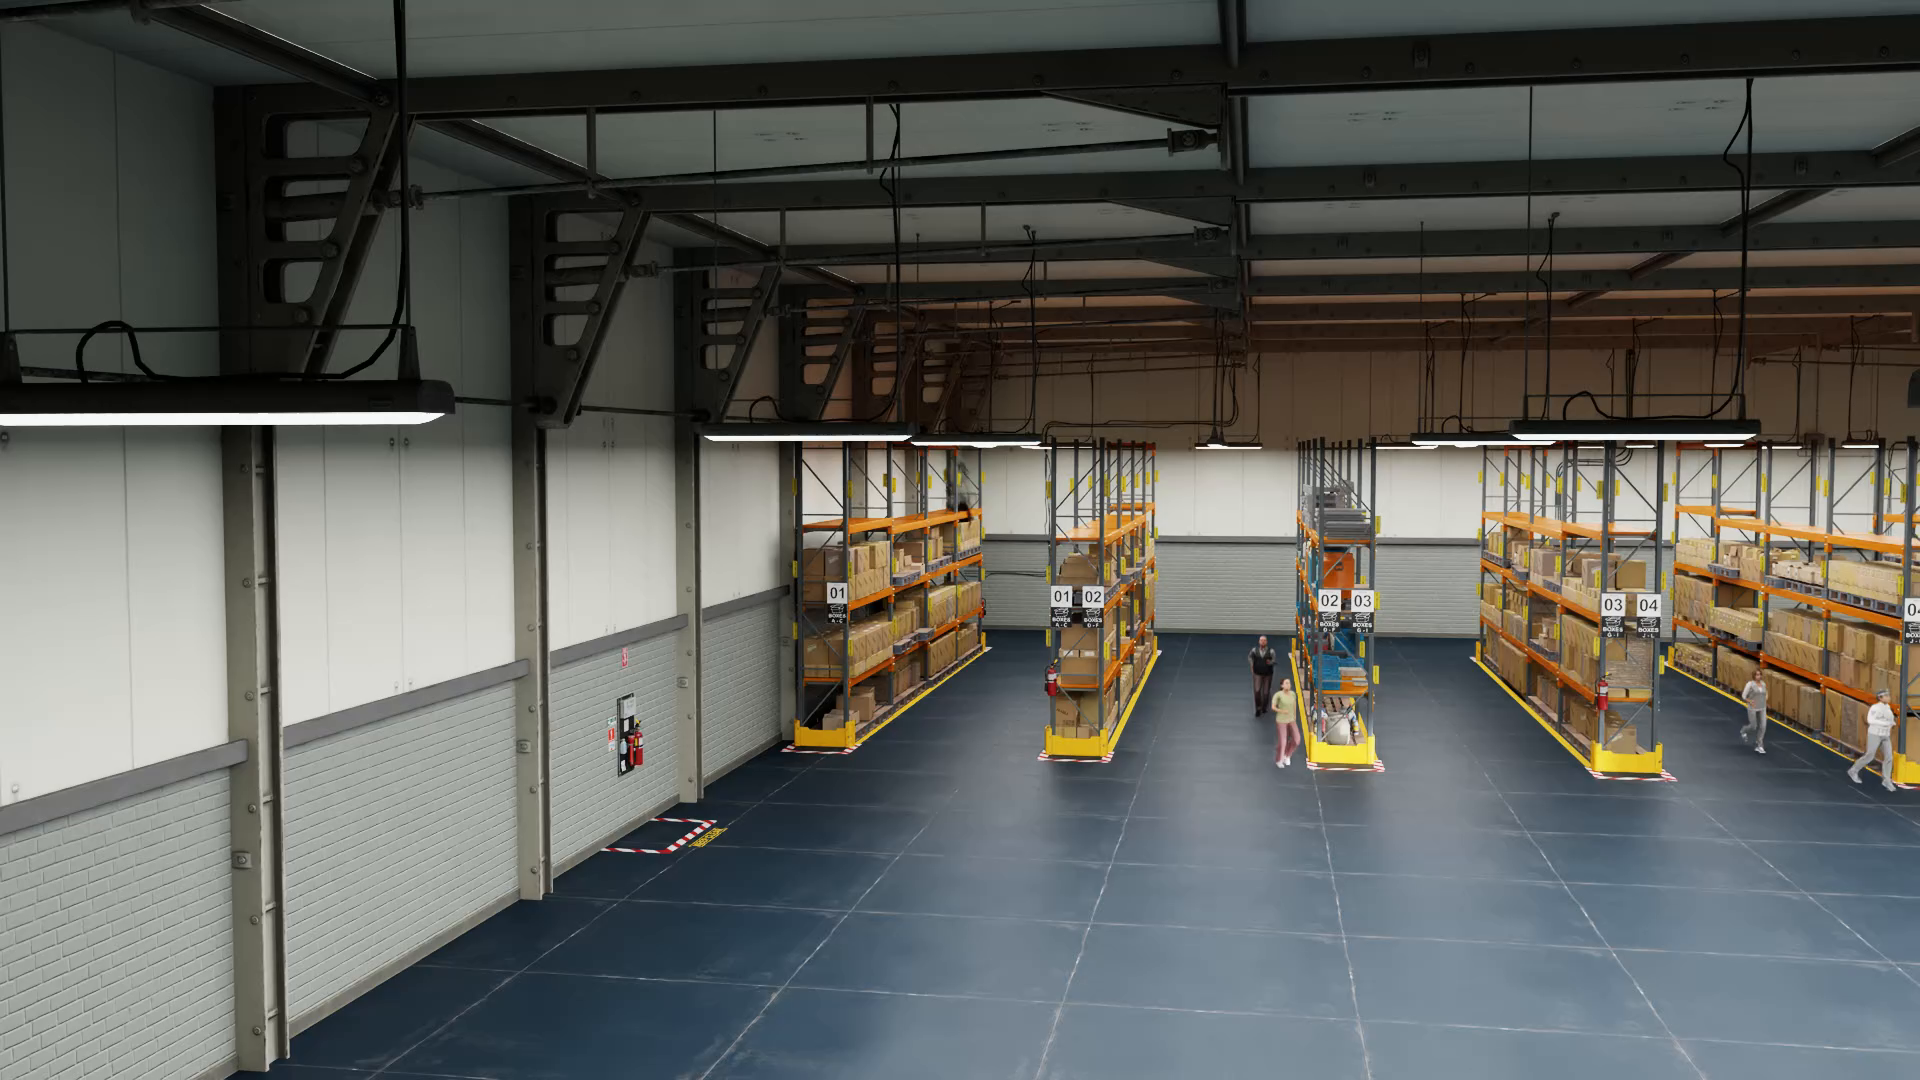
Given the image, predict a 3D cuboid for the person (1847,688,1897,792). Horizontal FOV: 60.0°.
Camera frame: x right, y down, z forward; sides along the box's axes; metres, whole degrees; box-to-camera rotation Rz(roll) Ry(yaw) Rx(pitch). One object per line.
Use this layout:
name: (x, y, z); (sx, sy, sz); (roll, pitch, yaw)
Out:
person: (15.670, 3.372, 28.389); (0.622, 1.727, 0.837); (-1, 3, -26)

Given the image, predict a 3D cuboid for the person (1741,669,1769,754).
person: (15.239, 3.264, 31.854); (0.543, 1.570, 0.754); (0, 3, -1)

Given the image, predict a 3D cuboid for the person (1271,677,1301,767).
person: (5.919, 3.300, 30.100); (0.588, 1.641, 0.559); (-1, 3, -19)

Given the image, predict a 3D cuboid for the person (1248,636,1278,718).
person: (6.545, 2.967, 35.969); (0.636, 1.769, 0.710); (0, 3, 9)
